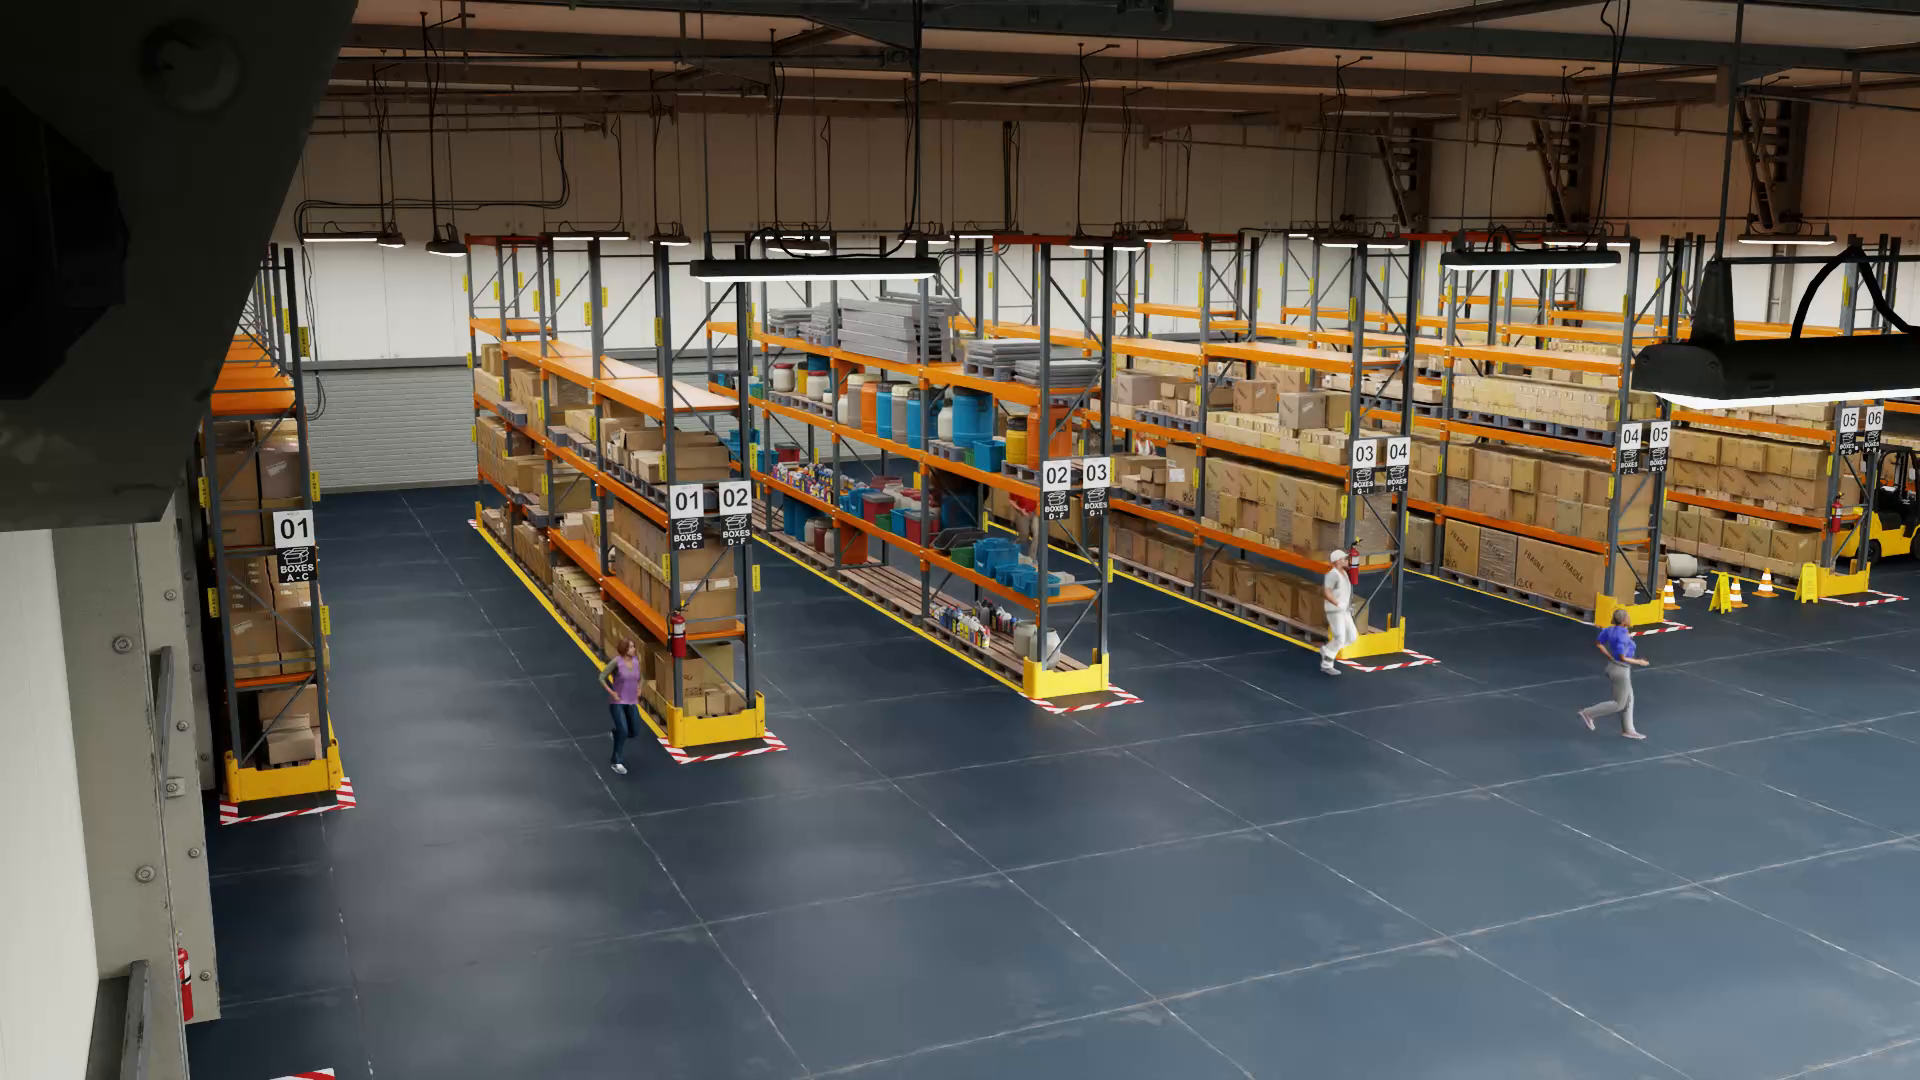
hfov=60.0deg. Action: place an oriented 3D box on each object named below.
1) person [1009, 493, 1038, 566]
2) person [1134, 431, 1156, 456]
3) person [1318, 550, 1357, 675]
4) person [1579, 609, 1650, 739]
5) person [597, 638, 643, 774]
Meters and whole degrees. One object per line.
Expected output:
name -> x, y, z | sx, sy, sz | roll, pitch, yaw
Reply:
person -> 1.181, -0.406, 29.459 | 0.663, 1.699, 0.752 | -7, 13, -32
person -> 4.021, -1.588, 36.663 | 0.643, 1.788, 0.871 | -3, 11, -16
person -> 5.337, 1.004, 23.399 | 0.531, 1.736, 0.715 | 7, 13, 31
person -> 8.024, 1.696, 20.365 | 0.851, 1.548, 0.579 | 0, 11, 2
person -> -3.942, 1.895, 19.451 | 0.562, 1.543, 0.611 | -10, 15, -42
